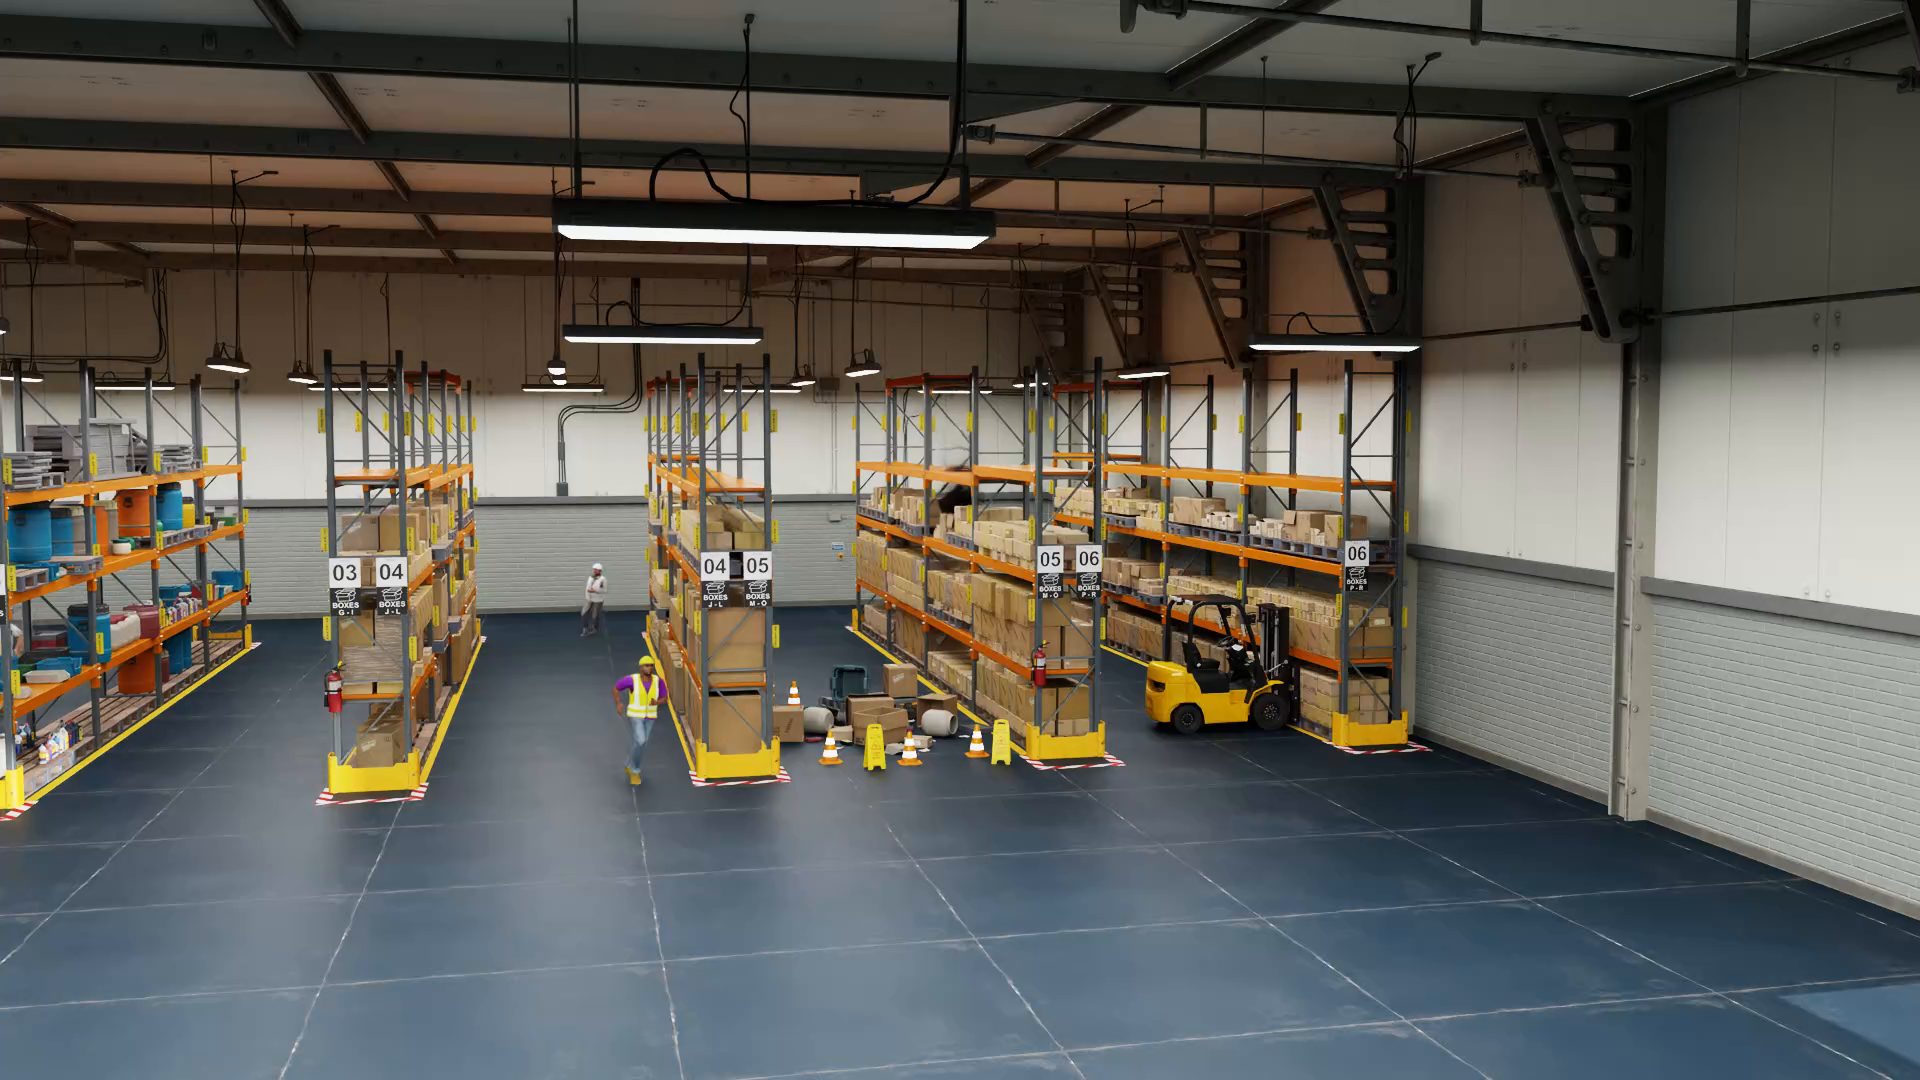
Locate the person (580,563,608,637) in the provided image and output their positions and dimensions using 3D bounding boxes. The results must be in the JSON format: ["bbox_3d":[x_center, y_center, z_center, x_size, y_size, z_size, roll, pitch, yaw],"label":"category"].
[{"bbox_3d":[-8.568,1.432,39.107,0.717,1.782,0.666,1,4,18],"label":"person"}]

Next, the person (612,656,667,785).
[{"bbox_3d":[-4.481,2.530,23.407,0.697,1.820,0.707,-3,5,-37],"label":"person"}]

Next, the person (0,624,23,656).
[{"bbox_3d":[-16.809,2.118,29.114,0.641,1.837,0.781,-1,4,-17],"label":"person"}]
